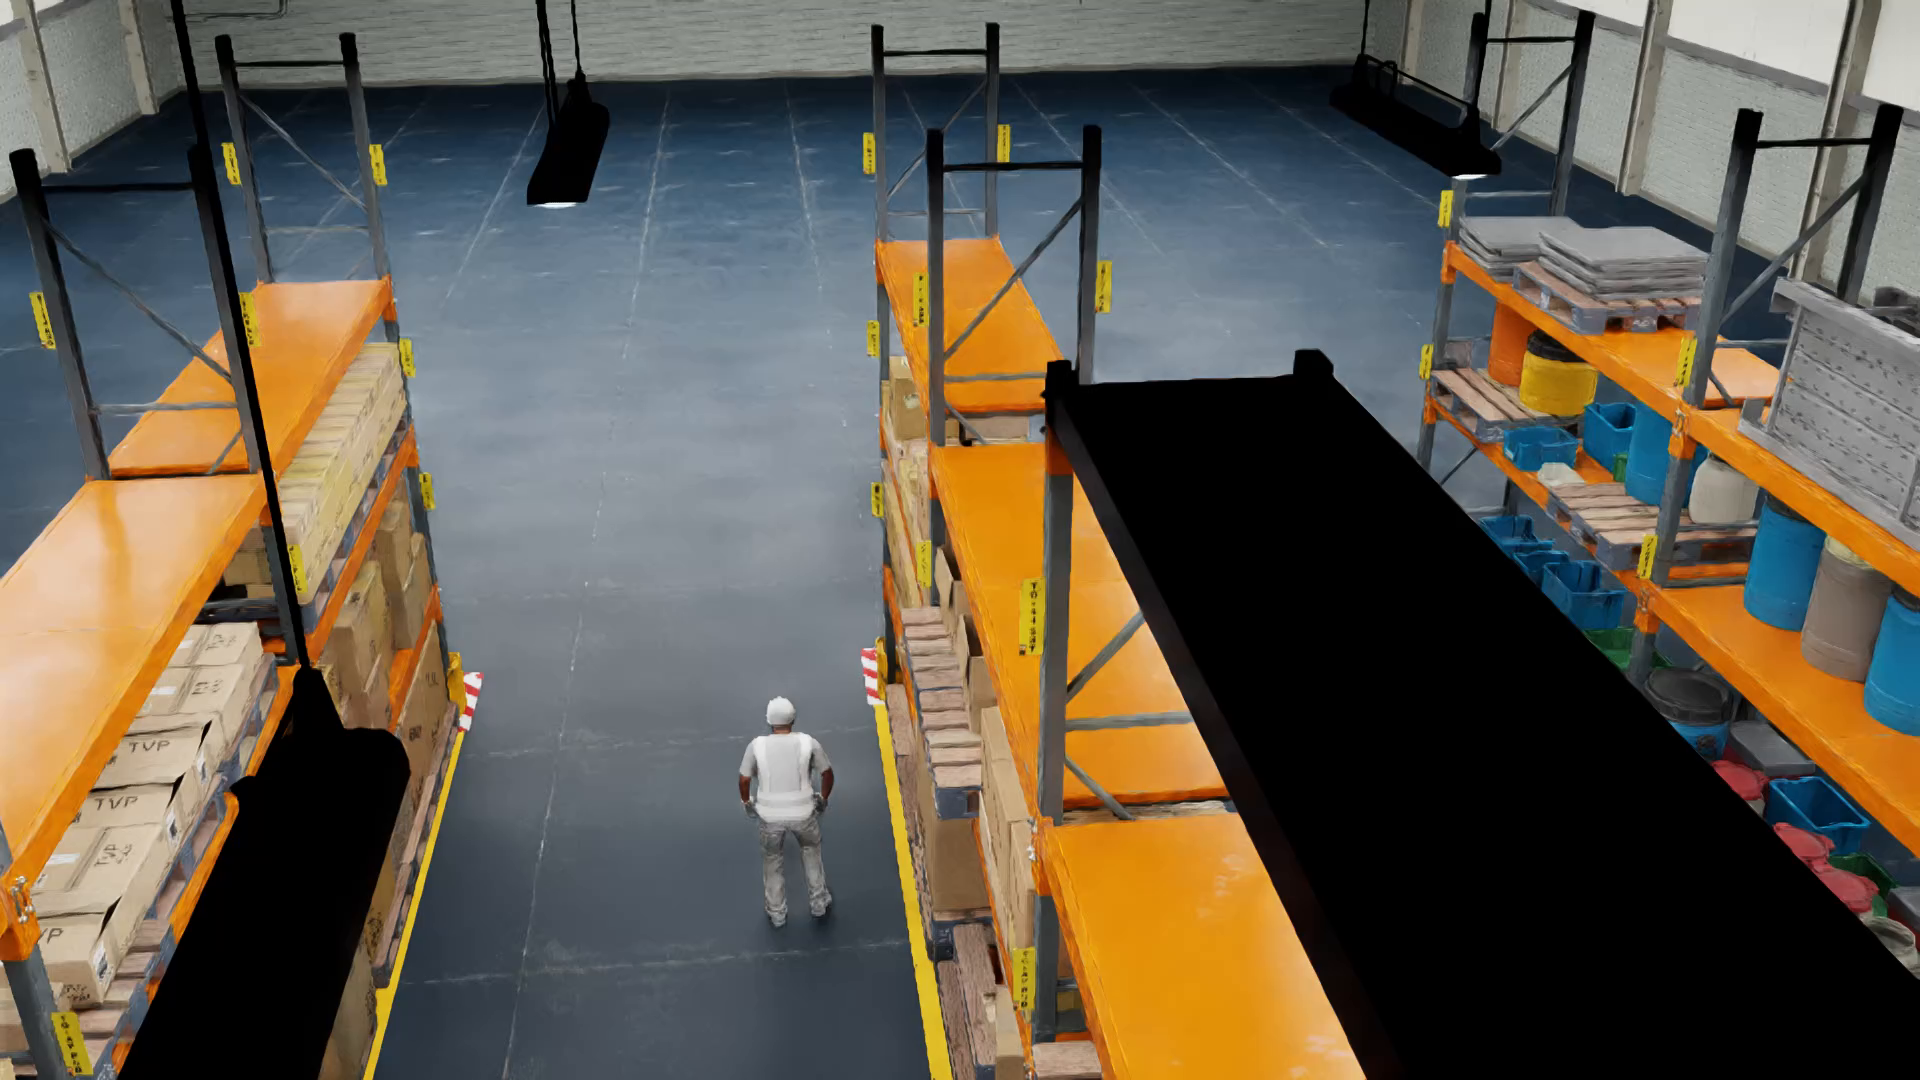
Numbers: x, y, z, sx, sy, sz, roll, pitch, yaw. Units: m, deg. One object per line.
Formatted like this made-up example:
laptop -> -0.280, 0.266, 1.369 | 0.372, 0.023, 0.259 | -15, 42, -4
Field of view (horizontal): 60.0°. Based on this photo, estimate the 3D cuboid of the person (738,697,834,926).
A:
person -> -1.280, 1.986, 12.348 | 0.702, 1.735, 0.549 | -4, 26, -8
